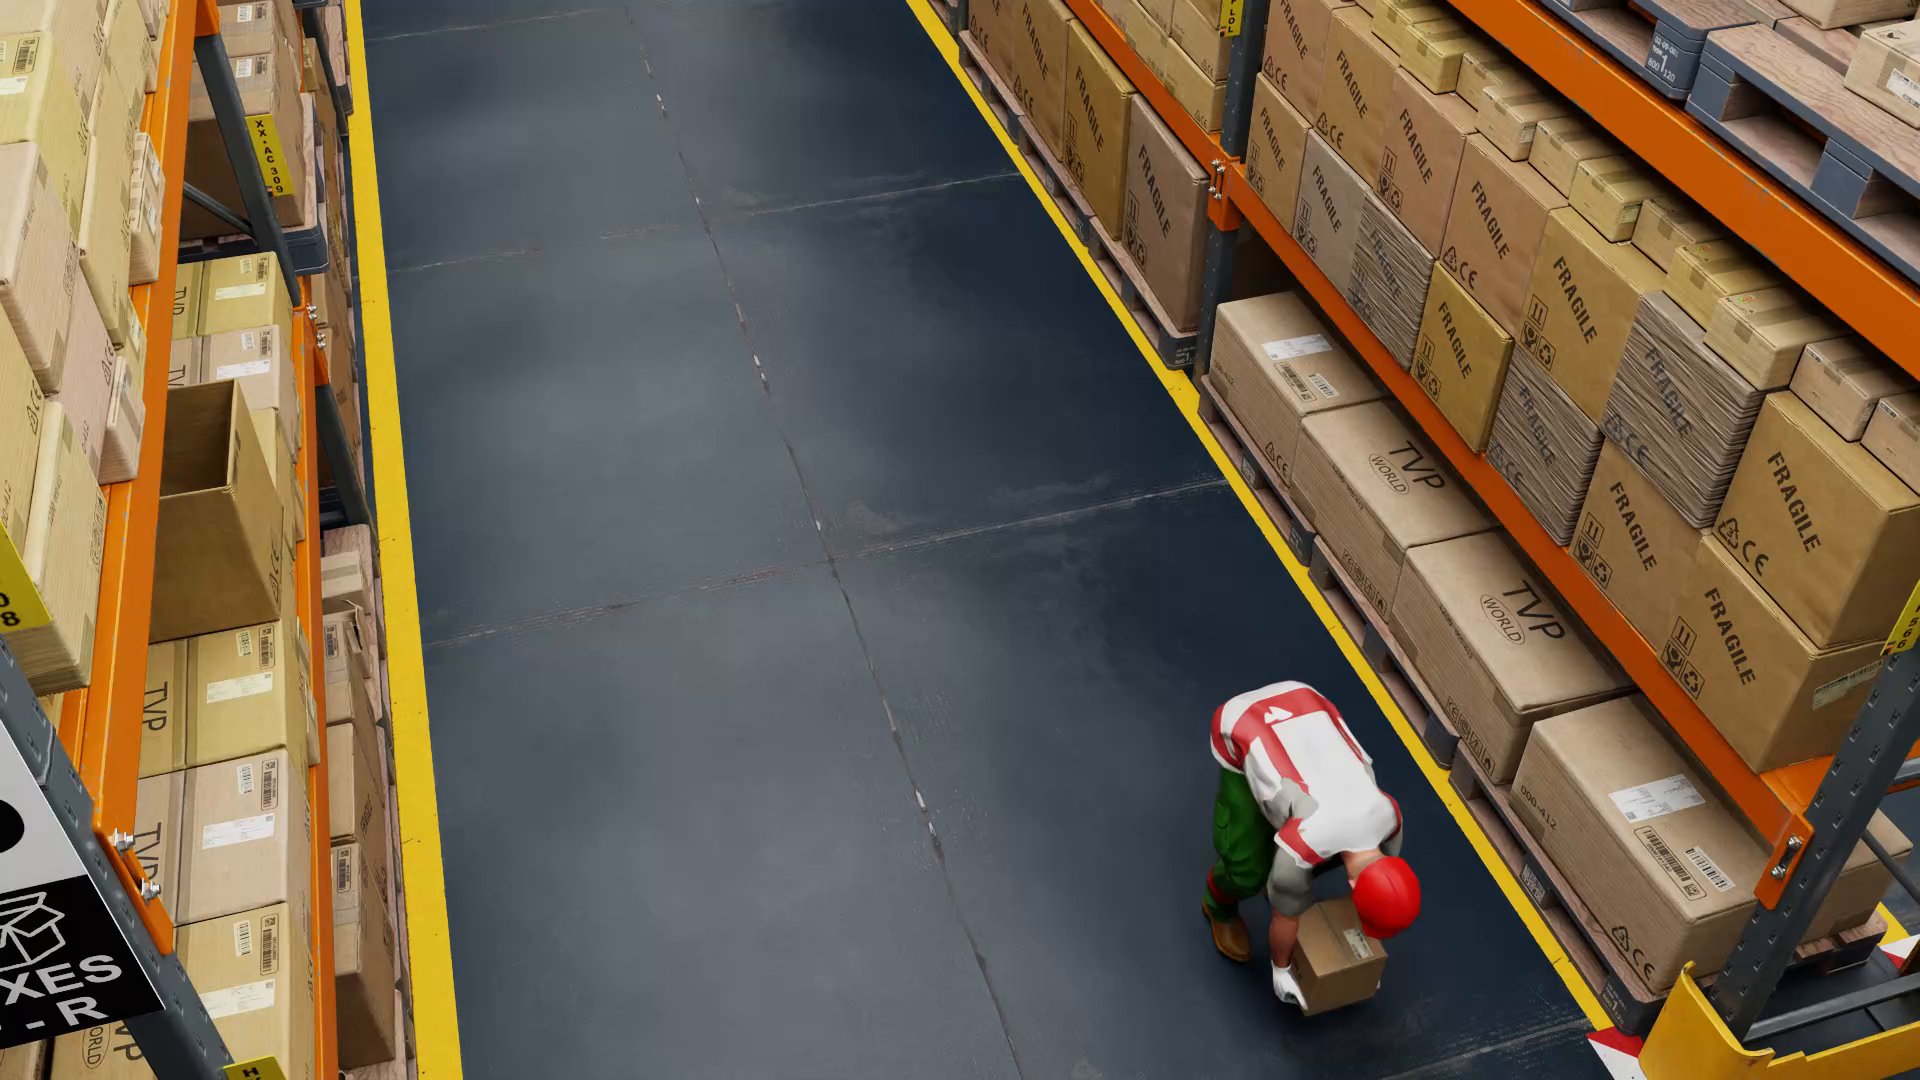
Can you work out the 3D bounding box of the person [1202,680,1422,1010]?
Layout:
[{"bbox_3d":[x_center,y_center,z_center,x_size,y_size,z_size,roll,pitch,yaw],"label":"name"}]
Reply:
[{"bbox_3d":[1.145,1.087,5.453,0.511,1.083,0.965,-15,44,-16],"label":"person"}]
